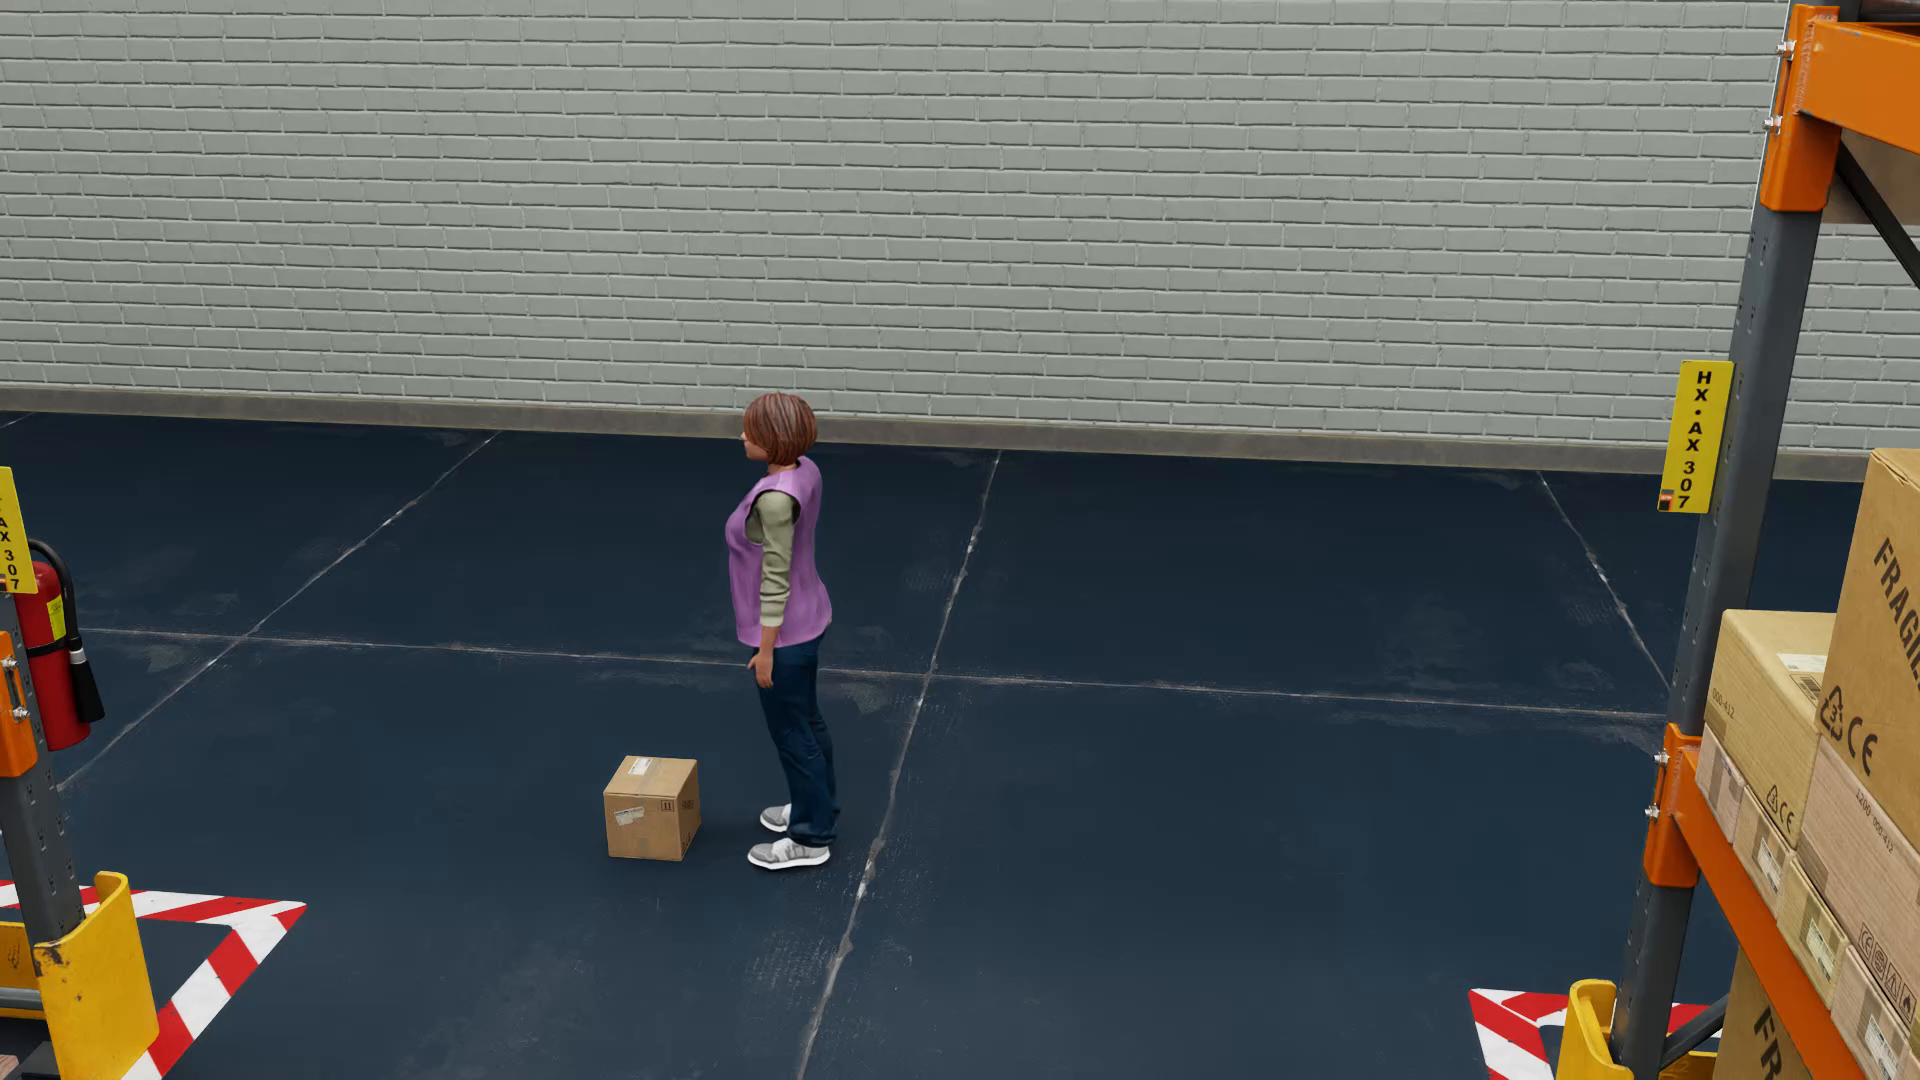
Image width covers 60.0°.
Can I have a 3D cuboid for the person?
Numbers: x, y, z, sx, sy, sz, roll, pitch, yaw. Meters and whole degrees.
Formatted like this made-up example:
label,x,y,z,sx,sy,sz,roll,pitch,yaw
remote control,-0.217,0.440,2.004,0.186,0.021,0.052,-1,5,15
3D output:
label,x,y,z,sx,sy,sz,roll,pitch,yaw
person,-0.559,0.298,5.317,0.323,1.601,0.411,3,22,7
